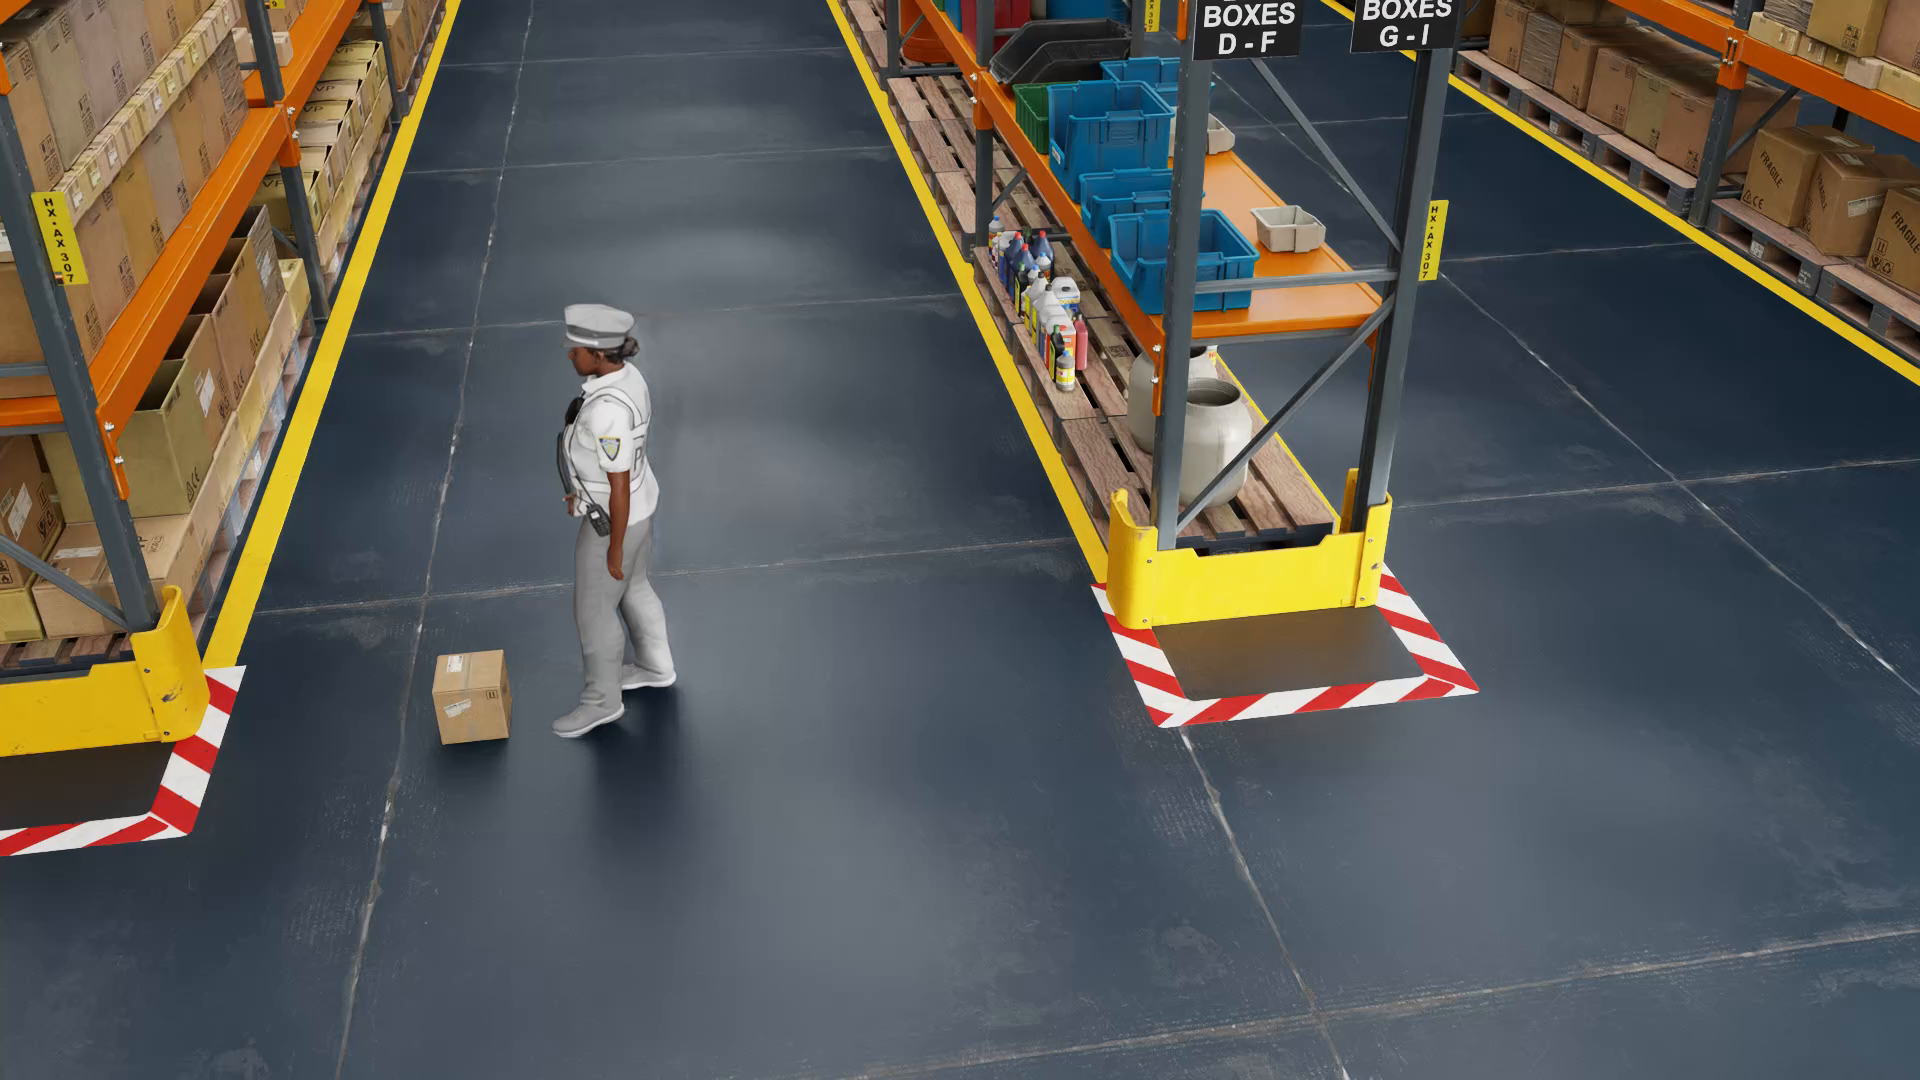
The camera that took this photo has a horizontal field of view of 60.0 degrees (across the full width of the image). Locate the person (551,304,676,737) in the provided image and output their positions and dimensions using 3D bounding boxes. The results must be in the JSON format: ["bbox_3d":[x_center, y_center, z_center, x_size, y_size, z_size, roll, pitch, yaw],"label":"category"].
[{"bbox_3d":[-1.366,-0.080,6.254,0.479,1.705,0.493,-1,31,-1],"label":"person"}]
